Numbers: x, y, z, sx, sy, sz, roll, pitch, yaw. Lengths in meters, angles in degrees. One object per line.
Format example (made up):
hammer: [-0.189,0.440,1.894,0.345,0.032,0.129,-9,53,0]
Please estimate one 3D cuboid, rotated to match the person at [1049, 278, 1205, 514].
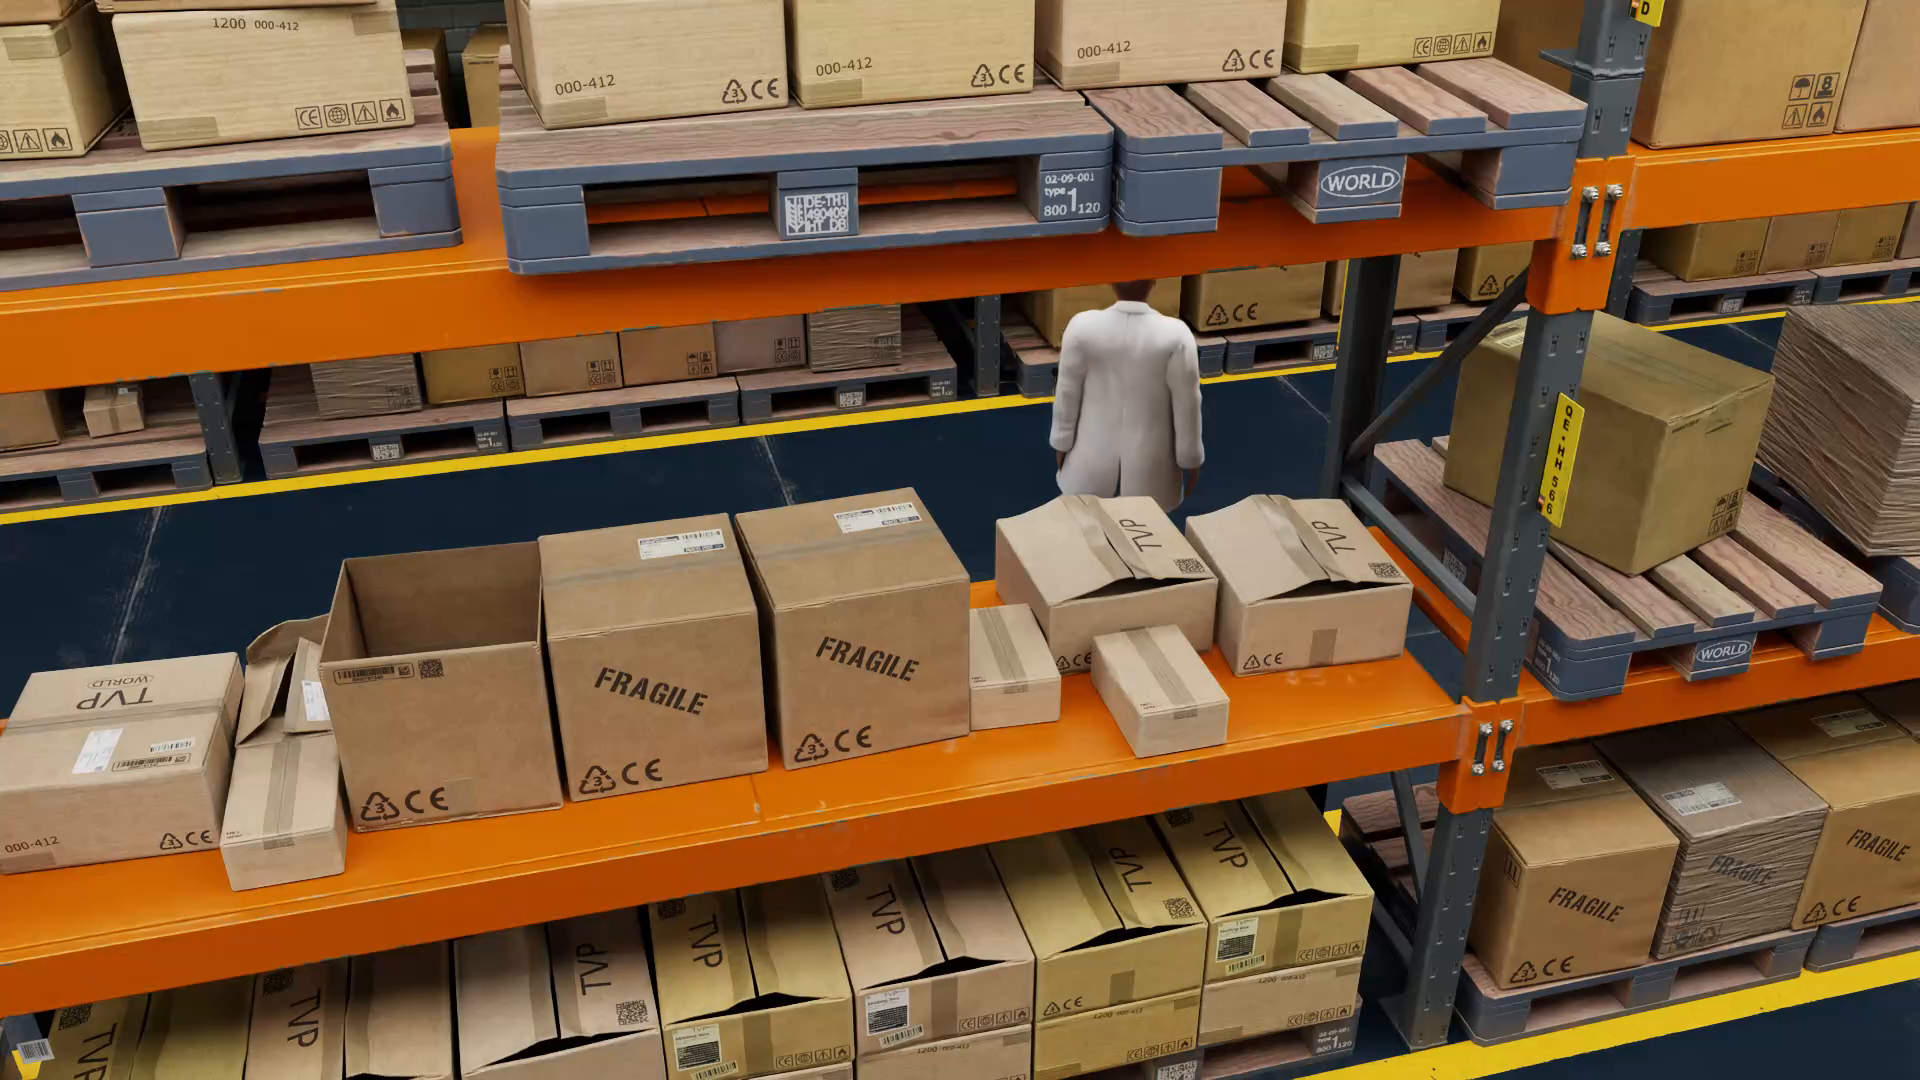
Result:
person: [0.673,-0.333,6.744,0.636,1.825,0.508,7,31,11]
